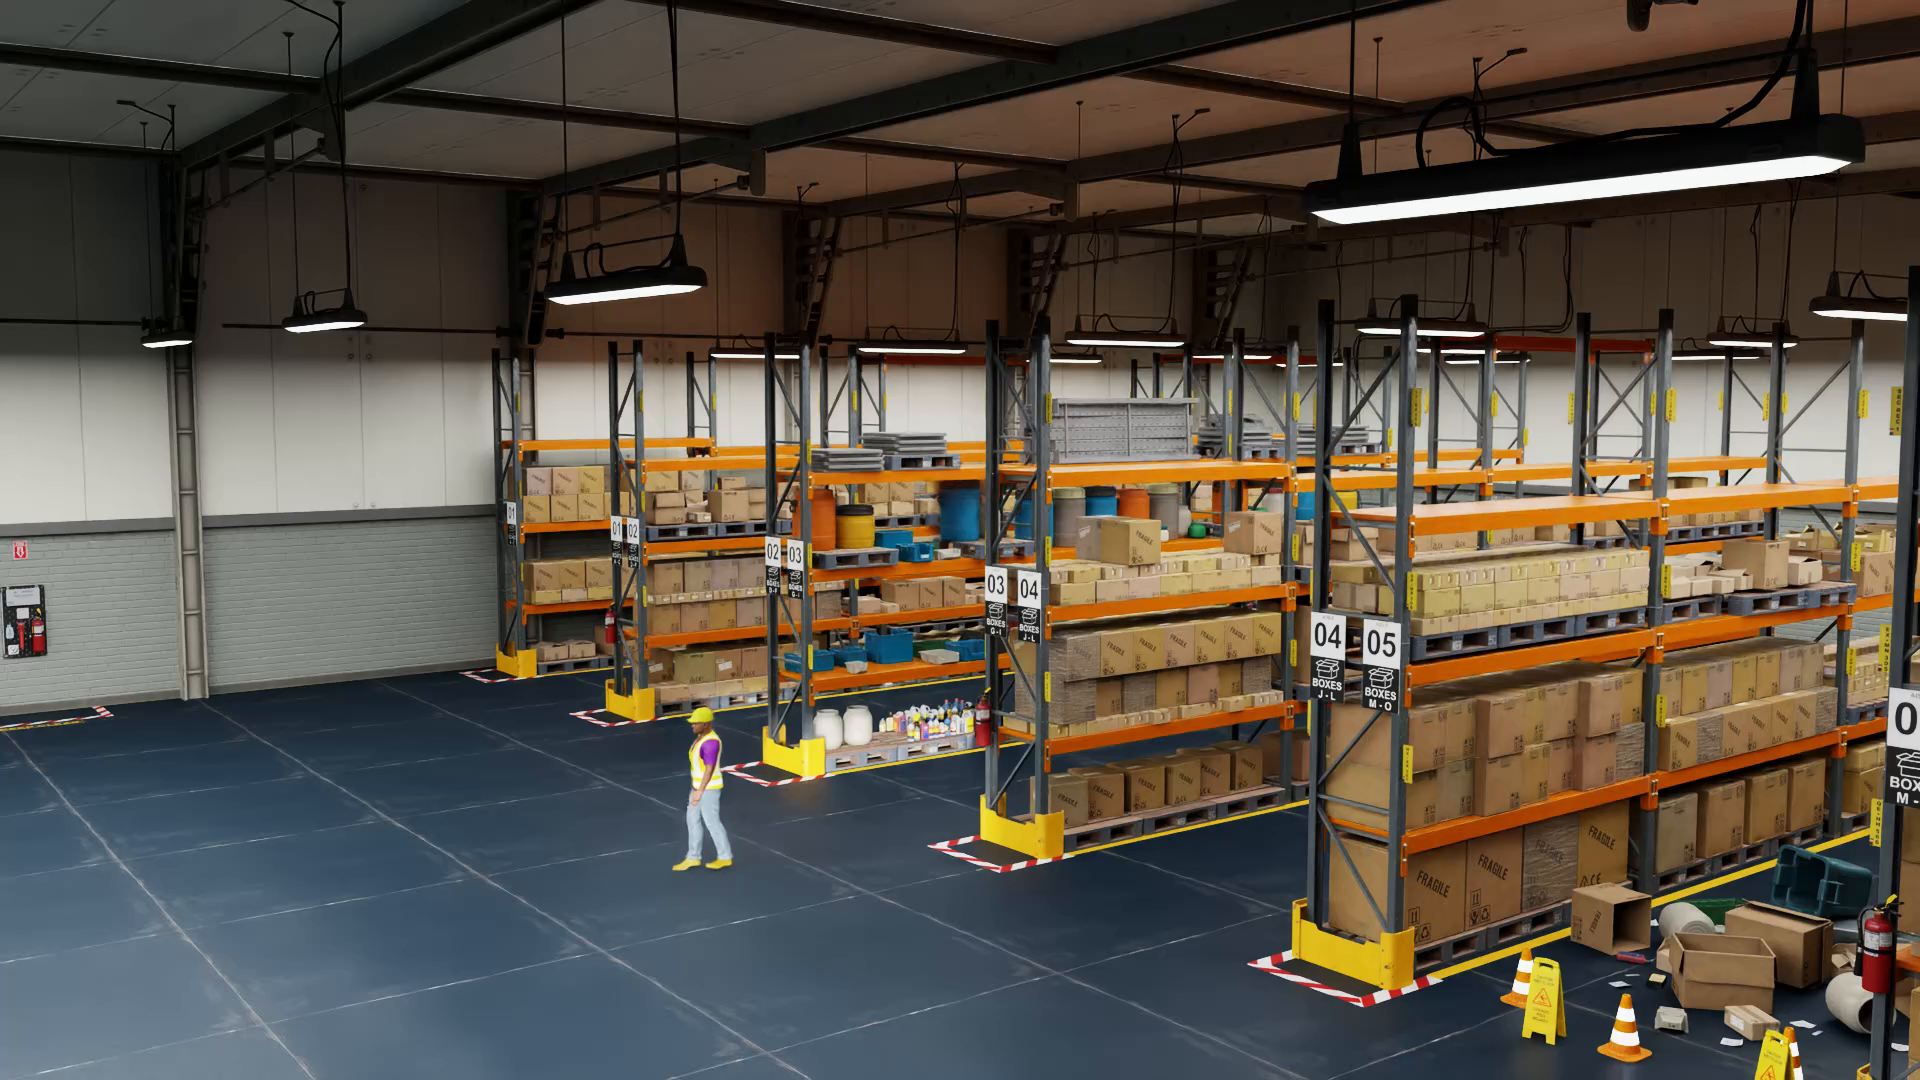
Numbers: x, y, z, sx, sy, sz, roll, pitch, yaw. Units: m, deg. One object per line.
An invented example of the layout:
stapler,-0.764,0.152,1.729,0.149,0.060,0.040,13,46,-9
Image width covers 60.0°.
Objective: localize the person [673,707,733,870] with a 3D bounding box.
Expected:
person,-2.803,2.706,18.076,0.641,1.790,0.642,-2,5,-18
